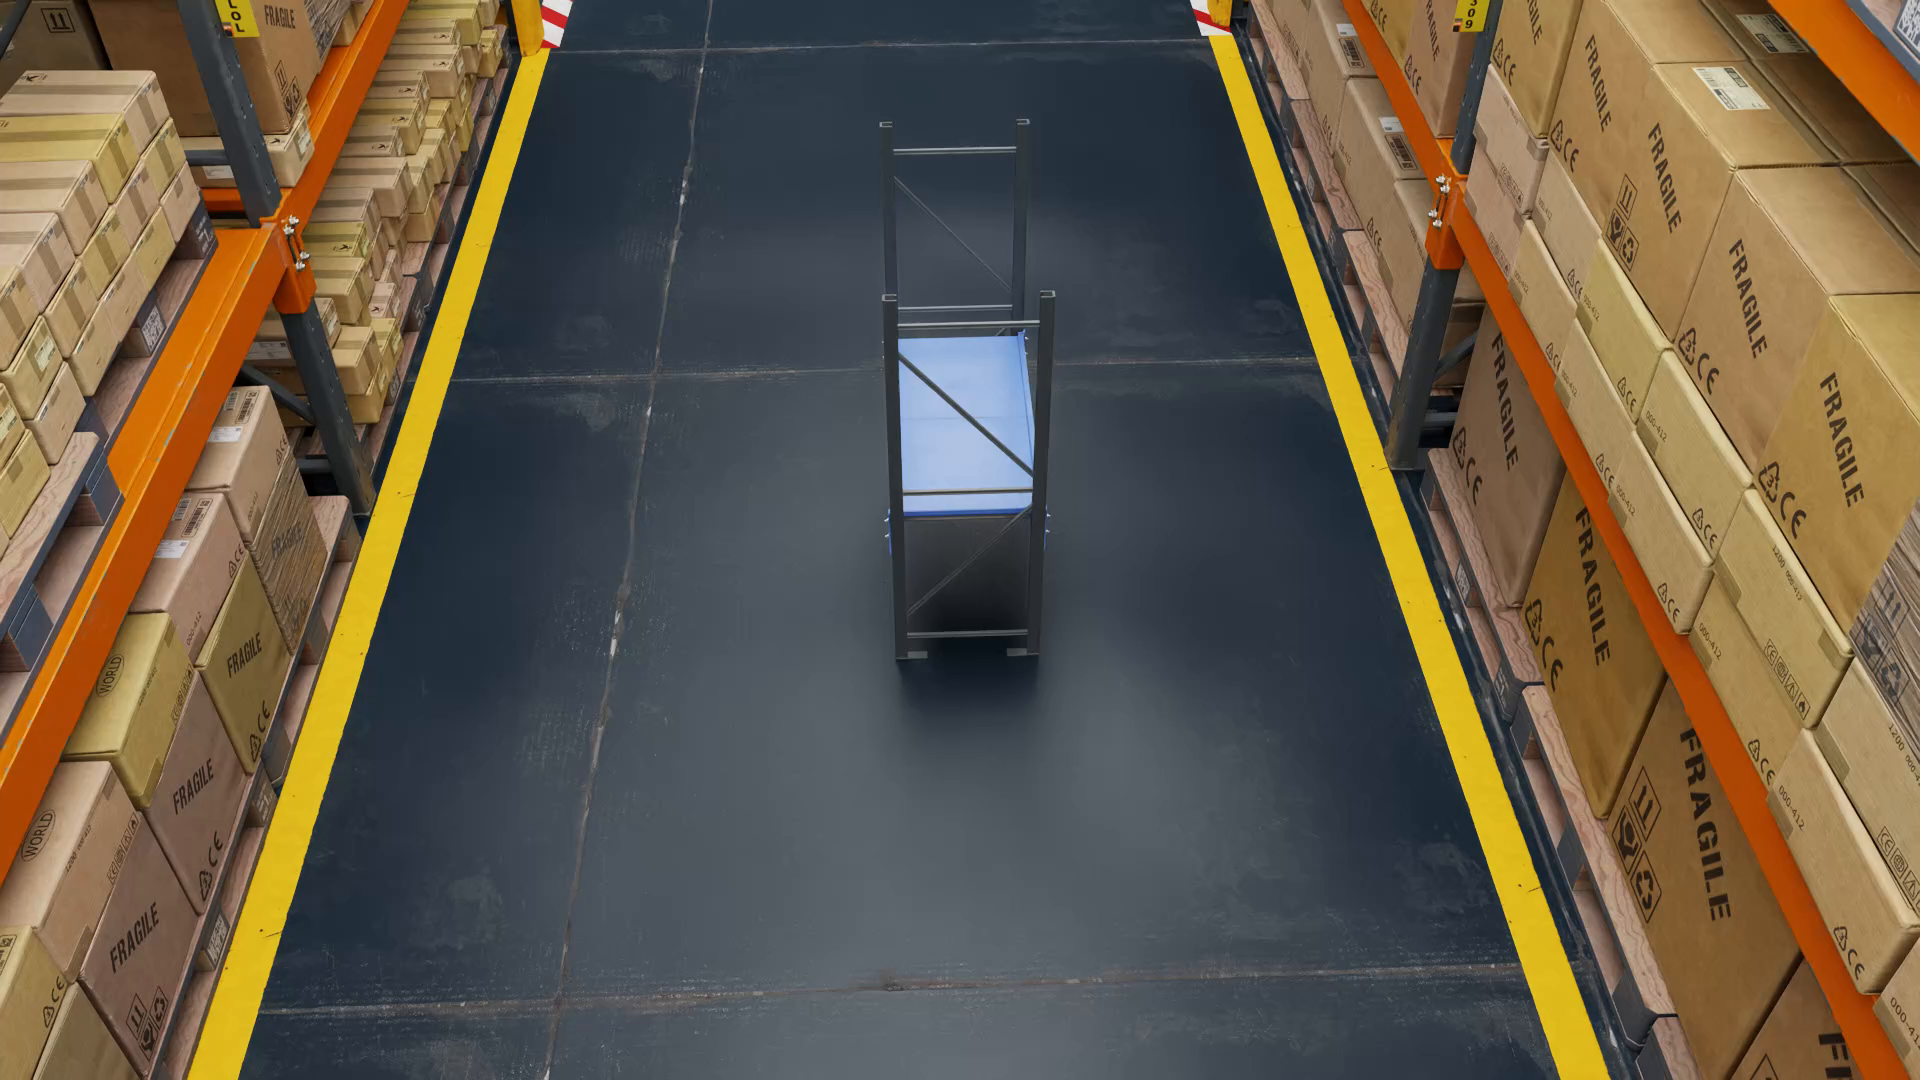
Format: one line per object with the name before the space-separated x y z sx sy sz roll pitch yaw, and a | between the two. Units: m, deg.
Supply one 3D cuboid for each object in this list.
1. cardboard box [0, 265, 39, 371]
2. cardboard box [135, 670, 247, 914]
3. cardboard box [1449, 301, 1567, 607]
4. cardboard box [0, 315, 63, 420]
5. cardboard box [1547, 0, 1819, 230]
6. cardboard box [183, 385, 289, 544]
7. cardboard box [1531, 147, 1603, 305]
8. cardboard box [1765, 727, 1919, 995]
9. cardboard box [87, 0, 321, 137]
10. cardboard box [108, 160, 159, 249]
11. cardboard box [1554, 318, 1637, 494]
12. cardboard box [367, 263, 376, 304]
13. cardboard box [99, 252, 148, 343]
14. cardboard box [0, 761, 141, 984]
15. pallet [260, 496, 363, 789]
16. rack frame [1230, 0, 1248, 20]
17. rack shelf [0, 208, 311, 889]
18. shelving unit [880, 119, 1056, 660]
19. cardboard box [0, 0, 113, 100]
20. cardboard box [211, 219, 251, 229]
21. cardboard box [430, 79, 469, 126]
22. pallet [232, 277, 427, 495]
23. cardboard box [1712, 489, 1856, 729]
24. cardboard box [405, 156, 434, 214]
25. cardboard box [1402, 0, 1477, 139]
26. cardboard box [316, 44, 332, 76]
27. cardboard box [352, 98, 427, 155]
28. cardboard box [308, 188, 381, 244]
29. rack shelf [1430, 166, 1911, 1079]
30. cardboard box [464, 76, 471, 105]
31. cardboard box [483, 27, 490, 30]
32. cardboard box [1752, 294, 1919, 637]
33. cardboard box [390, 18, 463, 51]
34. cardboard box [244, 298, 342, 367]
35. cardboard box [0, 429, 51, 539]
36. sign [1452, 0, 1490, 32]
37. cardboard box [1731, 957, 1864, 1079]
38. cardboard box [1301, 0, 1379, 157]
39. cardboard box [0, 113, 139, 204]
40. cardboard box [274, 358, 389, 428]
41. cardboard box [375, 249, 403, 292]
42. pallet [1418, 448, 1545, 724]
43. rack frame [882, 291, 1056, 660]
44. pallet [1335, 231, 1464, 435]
cardboard box | -2.500 -0.535 4.049 0.380 0.149 0.250 -3 43 -3
cardboard box | -2.430 0.734 4.769 0.500 0.500 0.500 -3 43 -3
cardboard box | 2.296 -0.384 5.710 0.875 0.875 0.875 0 43 0
cardboard box | -2.492 -0.421 4.145 0.380 0.149 0.250 -4 43 -4
cardboard box | 1.970 -1.186 4.510 0.500 0.500 0.500 -2 43 -2
cardboard box | -2.467 -0.232 5.268 0.500 0.250 0.500 -3 43 -3
cardboard box | 1.977 -0.901 4.754 0.500 0.250 0.500 -1 43 -1
cardboard box | 2.041 0.649 3.433 0.500 0.250 0.500 -1 43 -1
cardboard box | -2.521 -1.706 5.597 0.500 0.500 0.500 -2 43 -3
cardboard box | -2.525 -0.949 4.720 0.380 0.149 0.250 -1 43 -2
cardboard box | 1.974 -0.373 4.548 0.500 0.250 0.500 -2 43 -2
cardboard box | -2.594 -1.017 6.719 0.380 0.149 0.250 -2 43 -2
cardboard box | -2.517 -0.674 4.641 0.380 0.149 0.250 -2 43 -2
cardboard box | -2.399 0.823 4.116 0.500 0.250 0.500 -1 43 -1
pallet | -2.717 0.336 5.728 1.003 0.211 1.213 -2 43 -2
rack frame | 2.020 -4.129 8.534 1.000 3.000 0.127 -2 43 -2
rack shelf | -2.667 0.397 4.129 1.077 0.370 4.000 -2 43 -2
shelving unit | 0.004 -0.495 5.680 0.538 1.500 1.048 -2 43 -2
cardboard box | -3.054 -1.683 5.572 0.500 0.500 0.500 -2 43 -2
cardboard box | -3.028 -1.290 6.797 0.380 0.149 0.250 0 43 0
cardboard box | -2.555 -2.084 7.882 0.380 0.149 0.250 -1 43 -1
pallet | -2.816 -0.642 6.795 1.003 0.211 1.213 -2 43 -2
cardboard box | 2.017 0.132 3.627 0.500 0.250 0.500 -3 43 -3
cardboard box | -2.538 -1.558 7.309 0.380 0.149 0.250 -2 43 -2
cardboard box | 1.915 -1.771 5.888 0.500 0.500 0.500 -1 43 -1
cardboard box | -2.591 -1.860 6.246 0.380 0.149 0.250 -3 43 -4
cardboard box | -2.600 -1.835 7.391 0.380 0.149 0.250 -1 43 -2
cardboard box | -2.606 -1.312 6.820 0.380 0.149 0.250 -3 43 -3
rack shelf | 2.275 0.187 4.358 1.077 0.370 4.000 -2 43 -2
cardboard box | -2.630 -2.155 8.180 0.380 0.149 0.250 -1 43 -1
cardboard box | -2.691 -2.673 8.745 0.380 0.149 0.250 -1 43 -1
cardboard box | 2.032 -0.156 3.387 0.500 0.500 0.500 -2 43 -2
cardboard box | -2.607 -2.372 7.977 0.380 0.149 0.250 -3 43 -4
cardboard box | -2.559 -0.780 6.239 0.380 0.149 0.250 0 43 0
cardboard box | -2.479 -0.138 4.056 0.380 0.149 0.250 0 43 0
sign | 1.635 -1.760 5.250 0.100 0.325 0.005 -2 43 -2
cardboard box | 2.413 1.432 3.730 0.875 0.875 0.875 -2 43 -2
cardboard box | 2.195 -2.279 8.101 0.875 0.438 0.875 -1 43 -1
cardboard box | -2.527 -1.053 4.613 0.380 0.149 0.250 -3 43 -3
cardboard box | -2.446 -0.577 6.458 0.380 0.149 0.250 -3 43 -4
cardboard box | -2.581 -1.093 7.021 0.380 0.149 0.250 -2 43 -3
pallet | 2.298 0.118 5.965 1.003 0.211 1.213 -2 43 -2
rack frame | 0.025 -0.152 5.306 0.500 1.500 0.032 -2 43 -2
pallet | 2.235 -0.916 7.093 1.003 0.211 1.213 -2 43 -2
